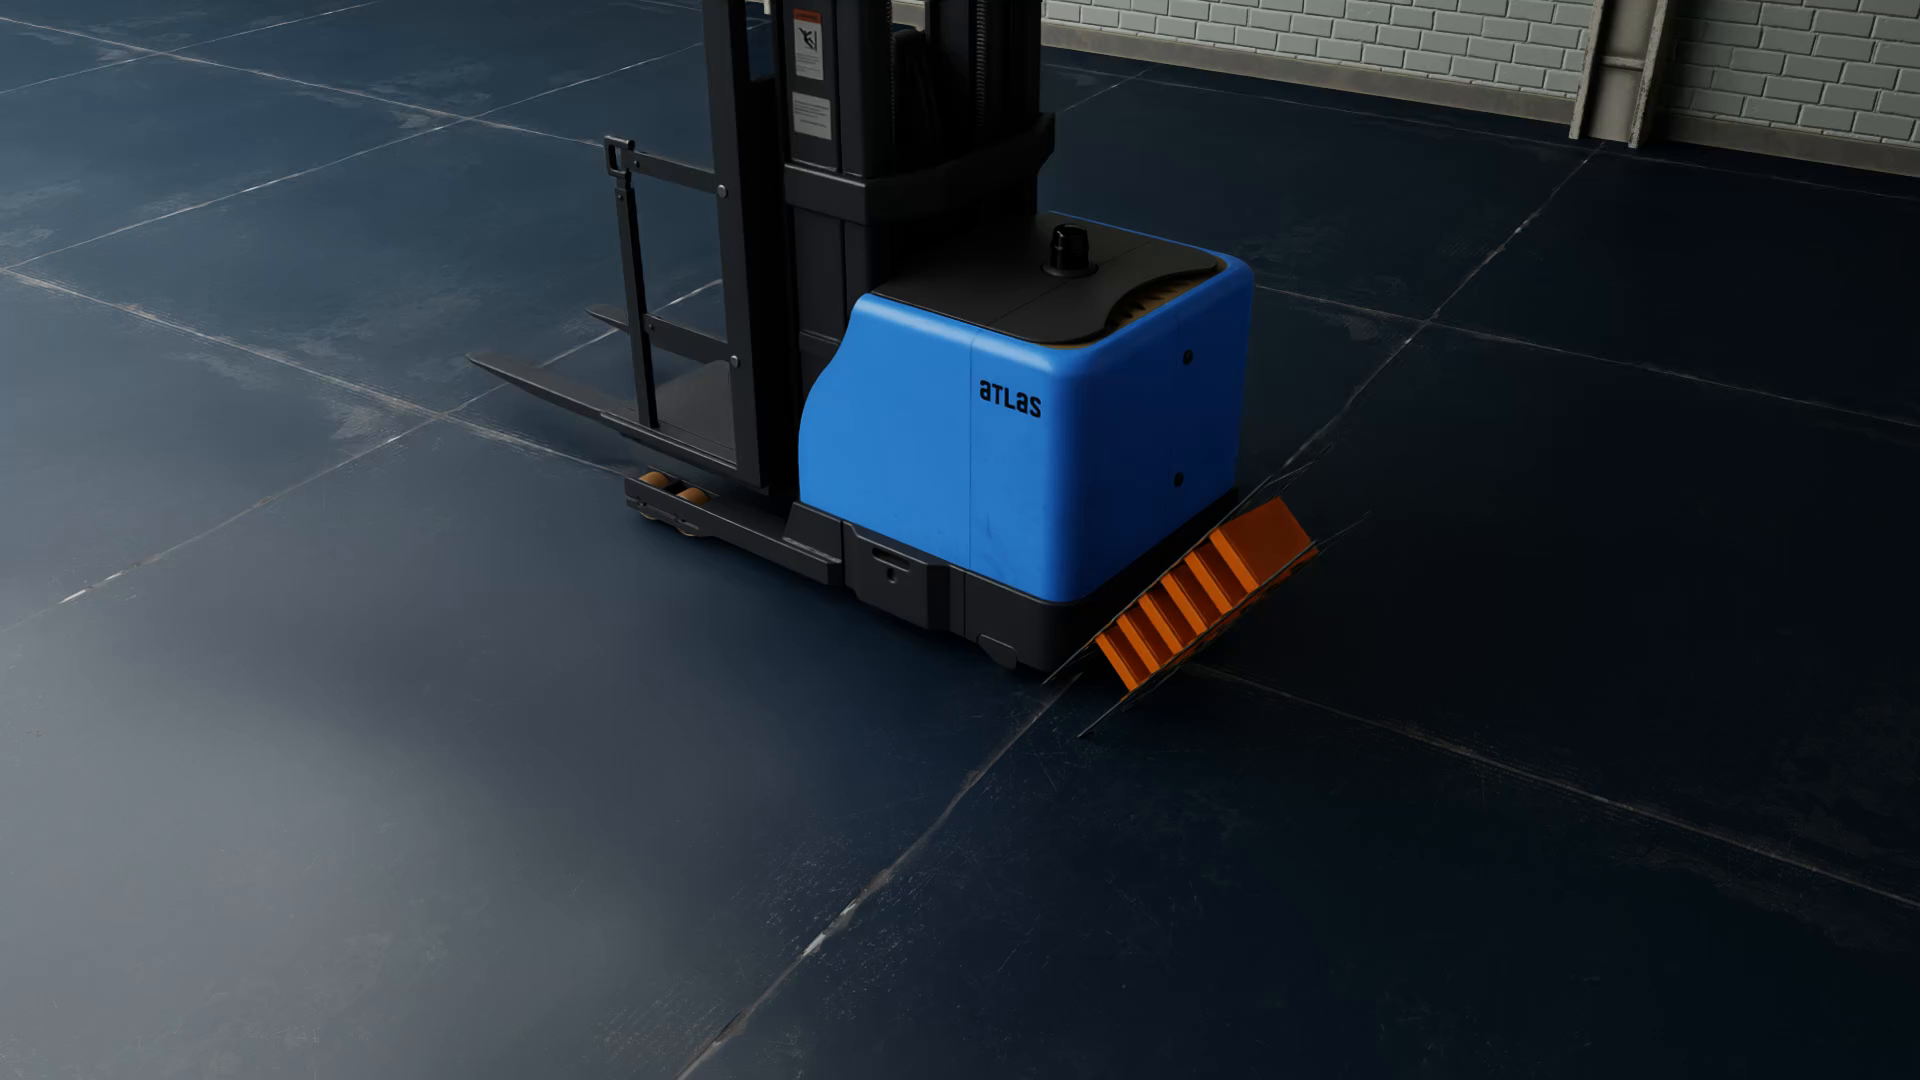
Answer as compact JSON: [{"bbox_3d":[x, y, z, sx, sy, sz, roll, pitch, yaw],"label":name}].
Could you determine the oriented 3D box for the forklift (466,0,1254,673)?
[{"bbox_3d":[-0.555,-1.465,5.352,3.031,2.935,1.130,22,37,32],"label":"forklift"}]

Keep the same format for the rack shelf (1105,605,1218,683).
[{"bbox_3d":[0.553,0.246,4.520,0.258,0.103,0.180,-25,75,-35],"label":"rack shelf"}]

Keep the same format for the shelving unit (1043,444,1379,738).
[{"bbox_3d":[0.619,0.169,4.391,0.258,1.200,0.189,-25,75,-35],"label":"shelving unit"}]

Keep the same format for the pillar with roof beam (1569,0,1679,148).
[{"bbox_3d":[1.555,-4.437,4.426,0.400,9.000,9.100,18,35,27],"label":"pillar with roof beam"}]

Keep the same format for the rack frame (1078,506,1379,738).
[{"bbox_3d":[0.668,0.243,4.372,0.240,1.200,0.006,-25,75,-35],"label":"rack frame"}]

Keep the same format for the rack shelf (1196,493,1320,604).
[{"bbox_3d":[0.746,0.020,4.143,0.258,0.103,0.180,-25,75,-35],"label":"rack shelf"}]

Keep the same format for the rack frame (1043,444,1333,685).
[{"bbox_3d":[0.570,0.094,4.410,0.240,1.200,0.006,-25,75,-35],"label":"rack frame"}]

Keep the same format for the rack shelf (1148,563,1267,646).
[{"bbox_3d":[0.649,0.133,4.332,0.258,0.103,0.180,-25,75,-35],"label":"rack shelf"}]

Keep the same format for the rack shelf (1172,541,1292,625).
[{"bbox_3d":[0.697,0.077,4.237,0.258,0.103,0.180,-25,75,-35],"label":"rack shelf"}]

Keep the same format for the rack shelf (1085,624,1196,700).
[{"bbox_3d":[0.505,0.302,4.615,0.258,0.103,0.180,-25,75,-35],"label":"rack shelf"}]

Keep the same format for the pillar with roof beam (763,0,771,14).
[{"bbox_3d":[-3.526,-6.045,7.181,0.400,9.000,9.100,18,35,27],"label":"pillar with roof beam"}]

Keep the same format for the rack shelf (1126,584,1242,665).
[{"bbox_3d":[0.601,0.189,4.426,0.258,0.103,0.180,-25,75,-35],"label":"rack shelf"}]
